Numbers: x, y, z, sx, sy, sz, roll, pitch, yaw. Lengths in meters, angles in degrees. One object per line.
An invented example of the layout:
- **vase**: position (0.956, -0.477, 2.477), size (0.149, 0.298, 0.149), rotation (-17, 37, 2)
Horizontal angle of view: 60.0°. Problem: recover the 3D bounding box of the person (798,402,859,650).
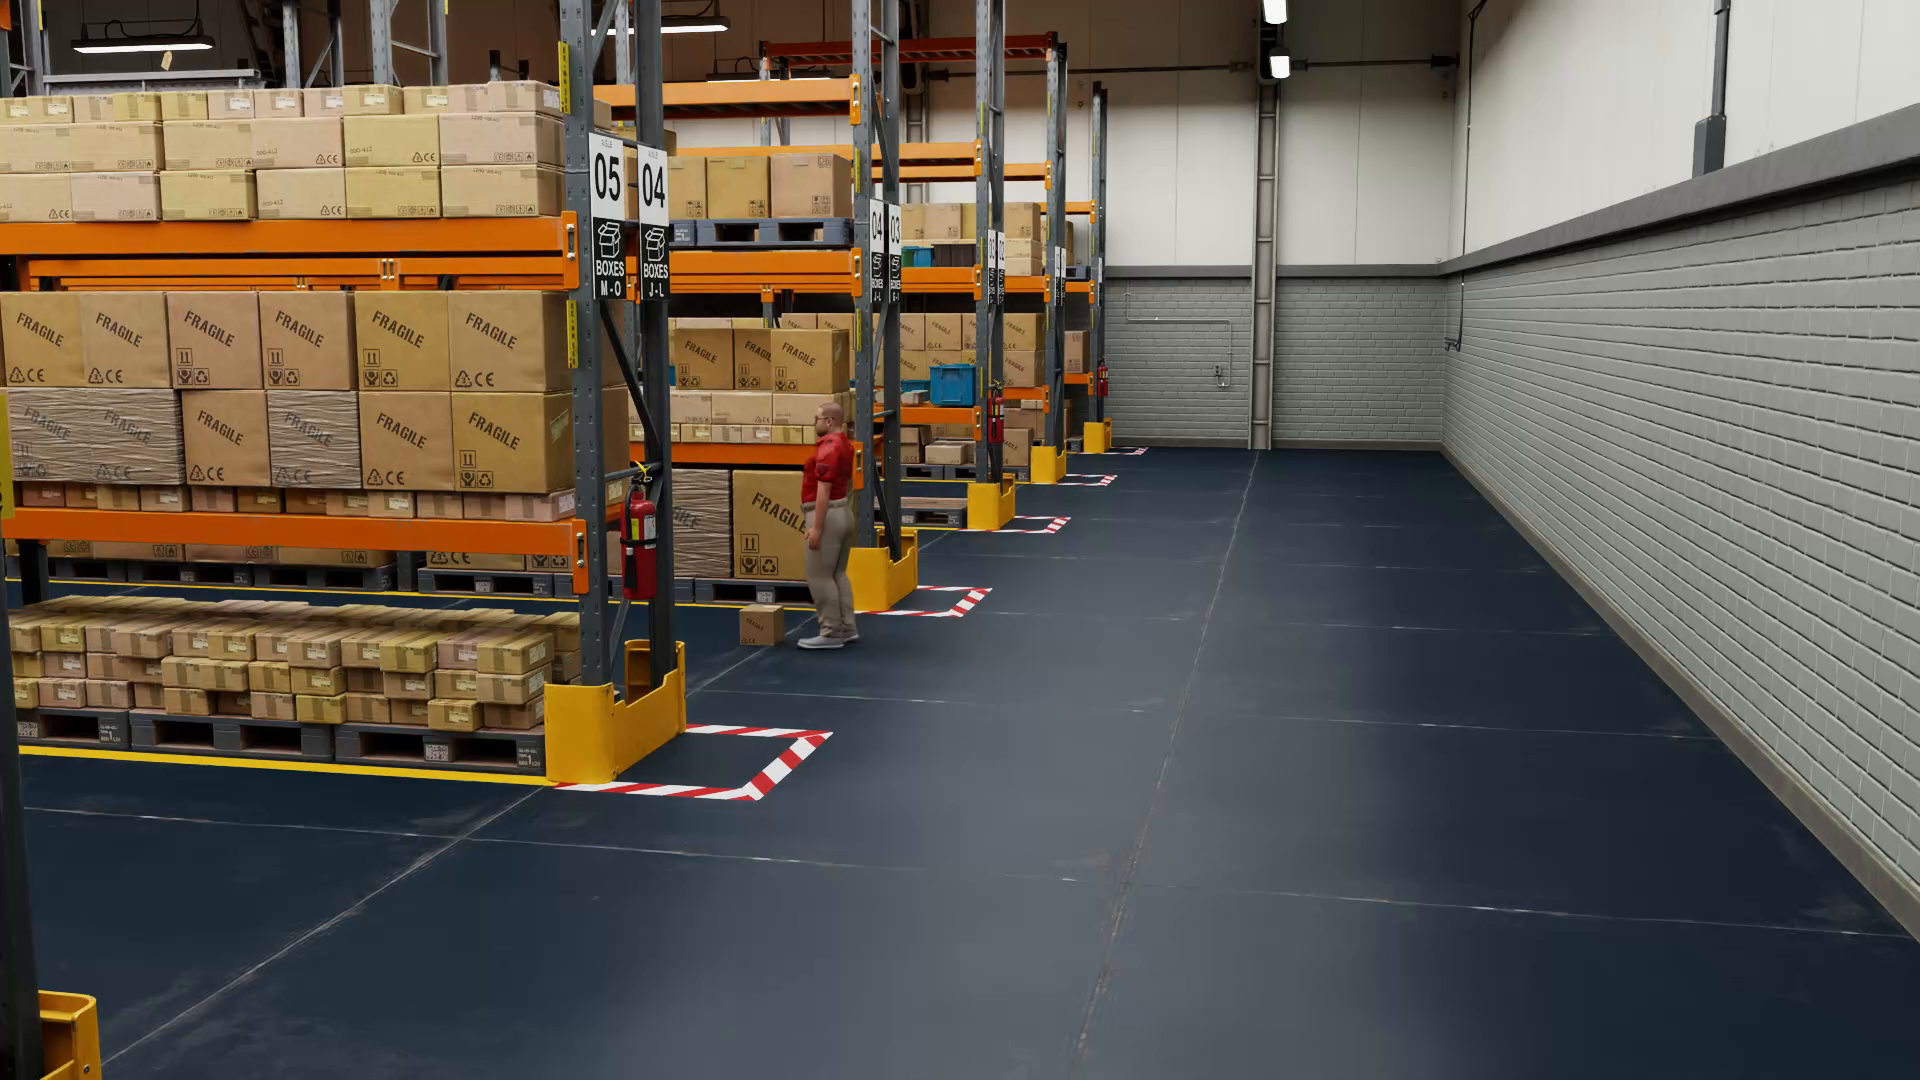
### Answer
- **person**: position (-0.939, -0.089, 11.651), size (0.367, 1.753, 0.527), rotation (2, 8, 13)
